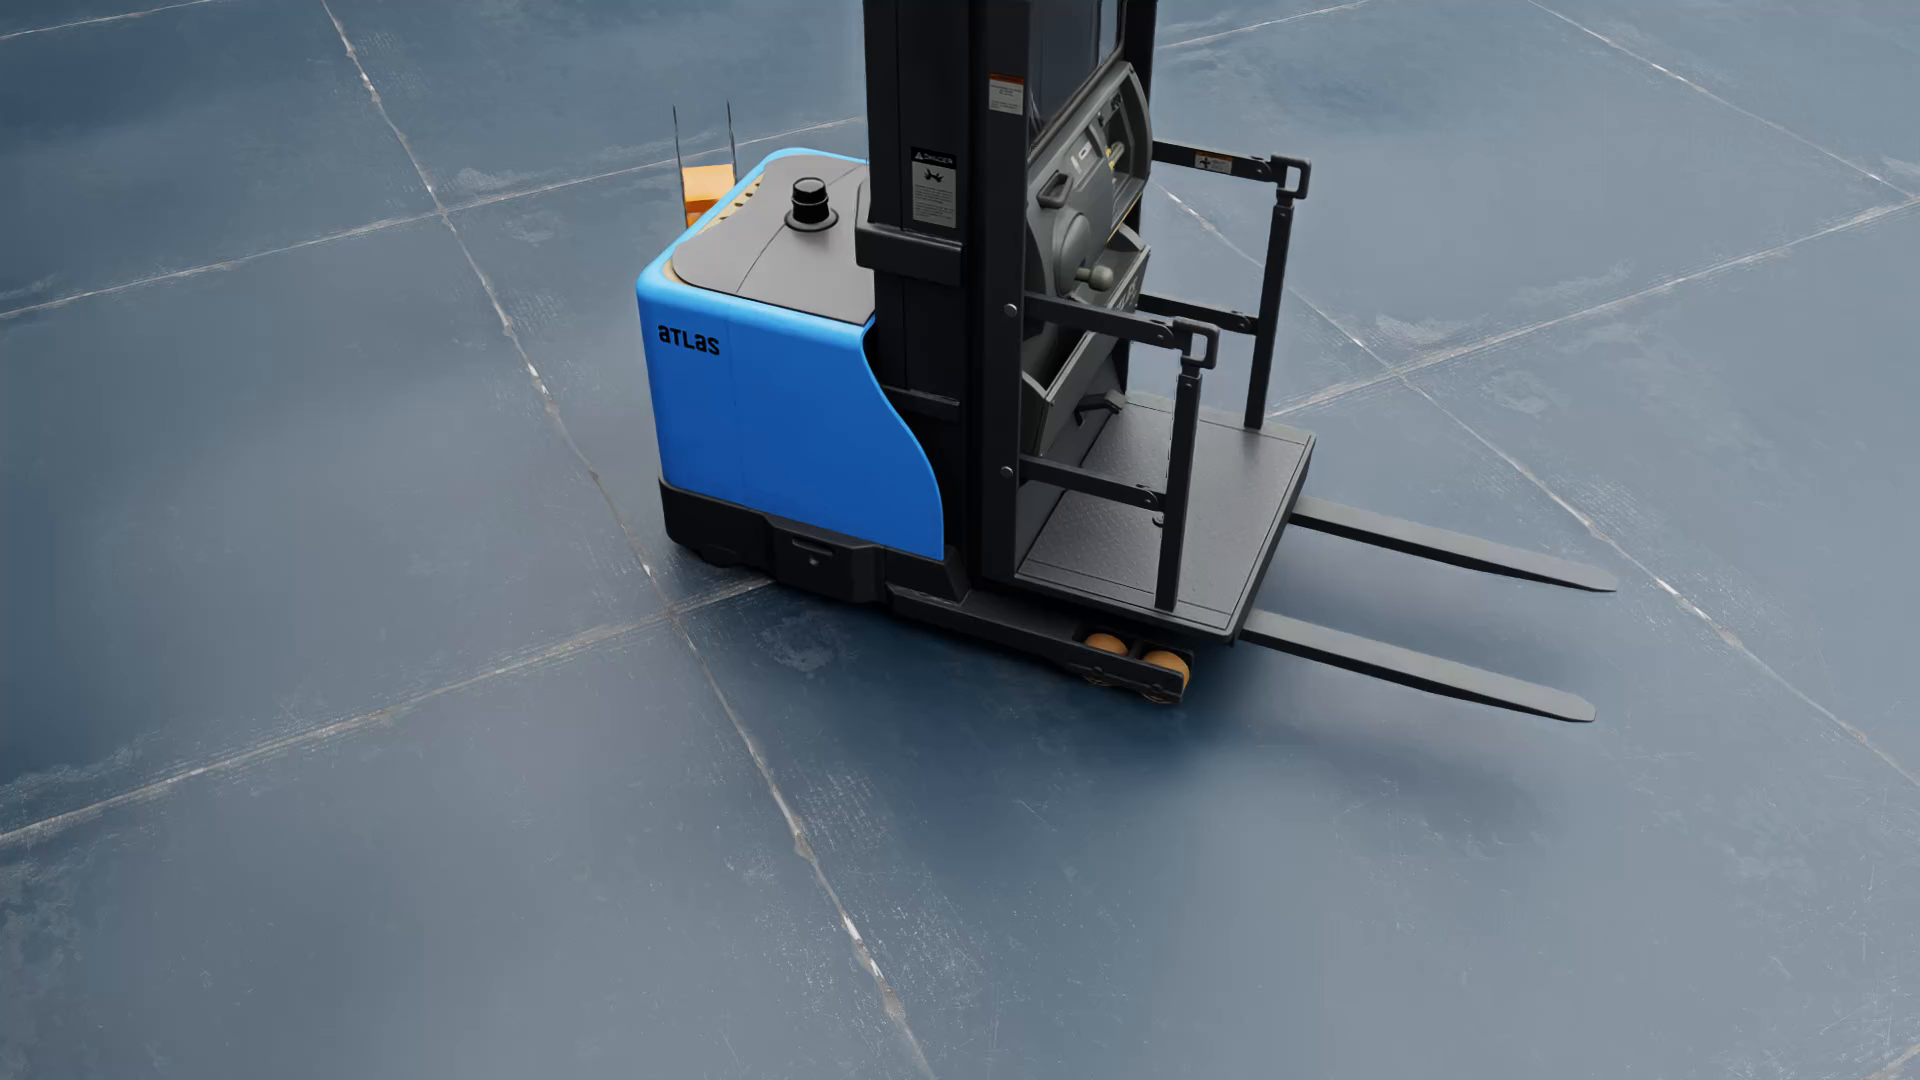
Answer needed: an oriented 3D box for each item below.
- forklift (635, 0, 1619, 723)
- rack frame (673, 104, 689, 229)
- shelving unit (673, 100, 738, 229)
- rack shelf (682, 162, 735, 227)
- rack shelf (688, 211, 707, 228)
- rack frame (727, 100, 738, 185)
[{"bbox_3d":[0.560,-1.005,4.668,3.031,2.935,1.130,15,43,17],"label":"forklift"},{"bbox_3d":[-0.951,-0.944,5.937,0.006,1.200,0.240,-6,41,-7],"label":"rack frame"},{"bbox_3d":[-0.861,-0.954,5.948,0.189,1.200,0.258,-6,41,-7],"label":"shelving unit"},{"bbox_3d":[-0.861,-1.195,5.745,0.180,0.103,0.258,-6,41,-7],"label":"rack shelf"},{"bbox_3d":[-0.861,-1.104,5.822,0.180,0.103,0.258,-6,41,-7],"label":"rack shelf"},{"bbox_3d":[-0.771,-0.964,5.960,0.006,1.200,0.240,-6,41,-7],"label":"rack frame"}]
